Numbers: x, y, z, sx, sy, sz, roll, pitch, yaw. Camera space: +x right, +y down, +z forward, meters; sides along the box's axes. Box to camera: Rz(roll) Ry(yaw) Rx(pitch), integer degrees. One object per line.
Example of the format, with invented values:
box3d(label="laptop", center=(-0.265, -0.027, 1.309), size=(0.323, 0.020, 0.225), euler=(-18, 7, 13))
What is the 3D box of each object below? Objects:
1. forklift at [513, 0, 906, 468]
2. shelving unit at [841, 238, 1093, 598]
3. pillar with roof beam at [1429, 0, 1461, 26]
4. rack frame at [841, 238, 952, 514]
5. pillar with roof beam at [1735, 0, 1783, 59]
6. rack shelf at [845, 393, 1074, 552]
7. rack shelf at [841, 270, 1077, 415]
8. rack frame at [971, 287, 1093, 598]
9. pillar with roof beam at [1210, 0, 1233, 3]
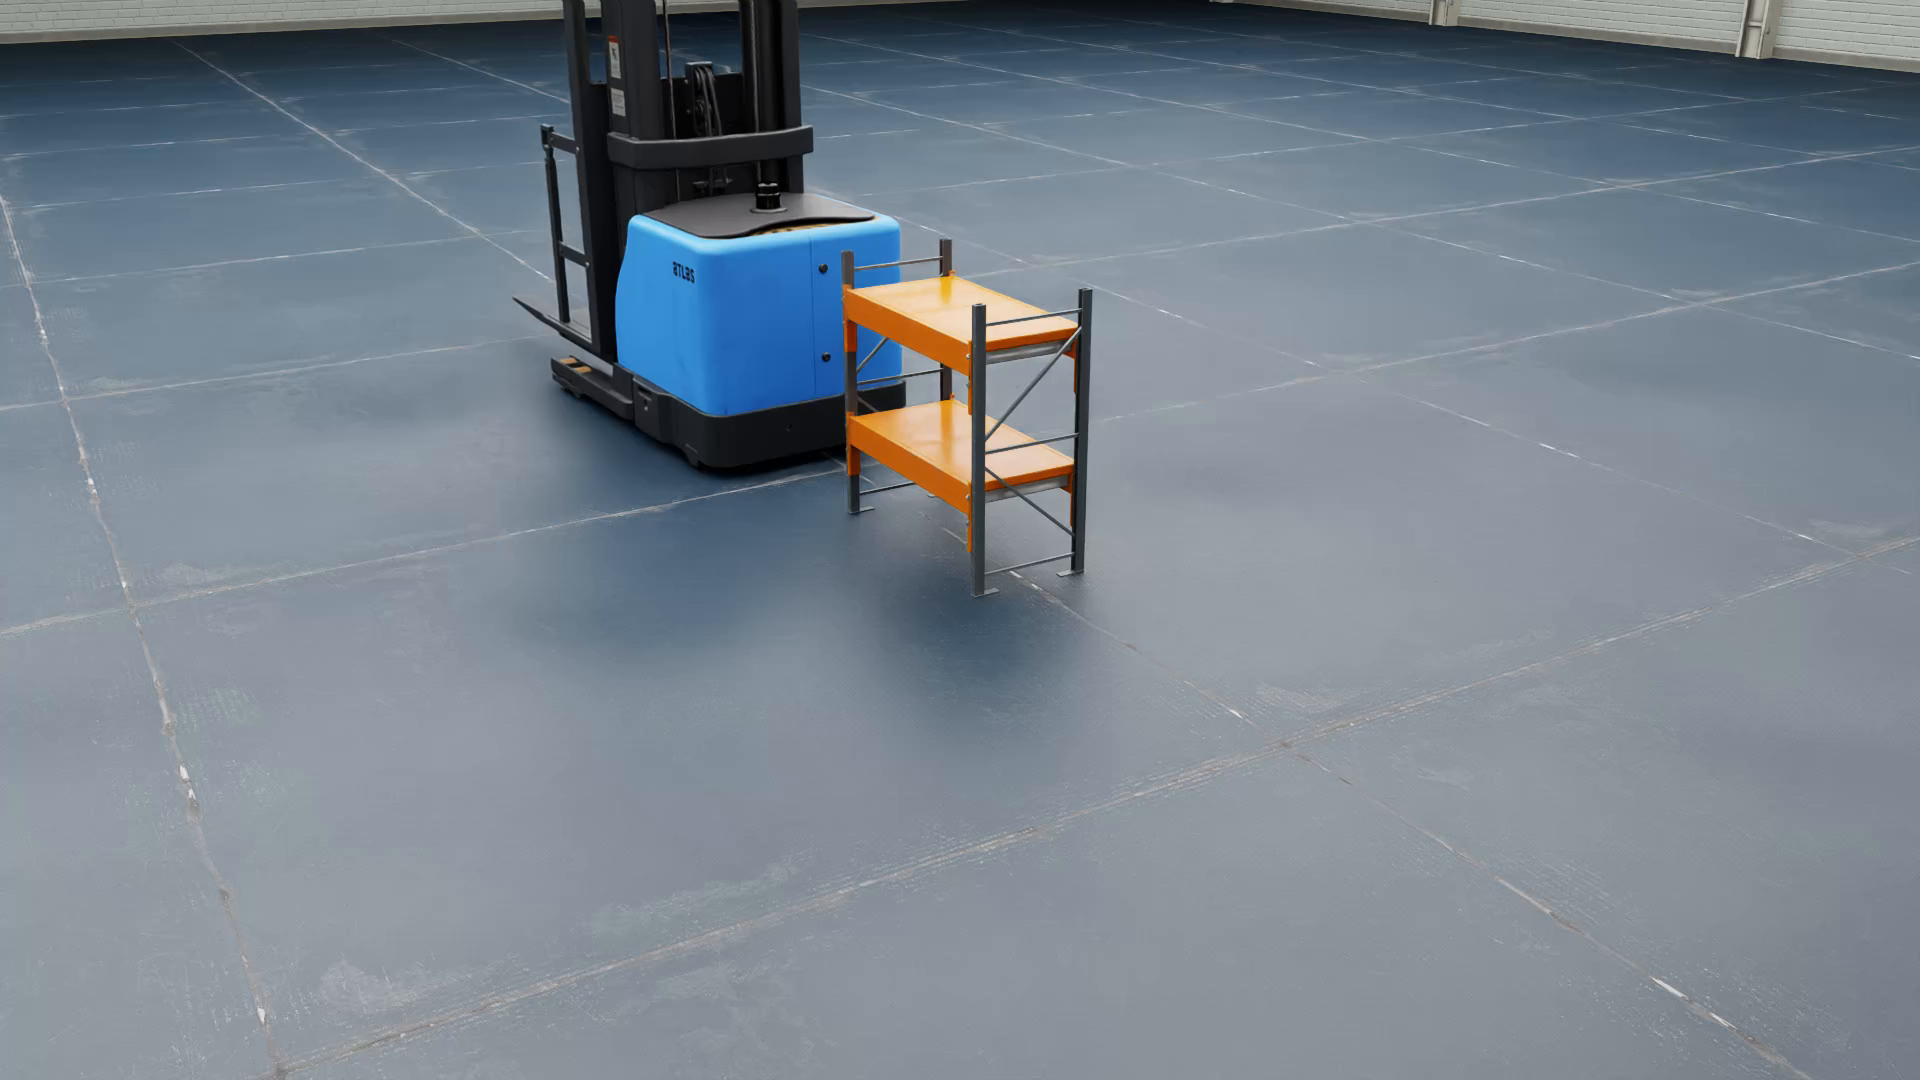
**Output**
box3d(label="forklift", center=(-1.496, -2.180, 8.283), size=(1.130, 2.935, 3.031), euler=(-14, 26, -31))
box3d(label="shelving unit", center=(0.003, -0.519, 6.594), size=(0.538, 1.125, 1.048), euler=(-13, 25, -28))
box3d(label="pillar with roof beam", center=(4.625, -12.212, 24.905), size=(9.100, 9.000, 0.400), euler=(-13, 25, -28))
box3d(label="rack frame", center=(-0.256, -0.683, 6.999), size=(0.500, 1.125, 0.032), euler=(-13, 25, -28))
box3d(label="pillar with roof beam", center=(7.689, -10.269, 20.126), size=(9.100, 9.000, 0.400), euler=(-13, 25, -28))
box3d(label="rack shelf", center=(0.003, -0.292, 6.686), size=(0.538, 0.278, 1.000), euler=(-13, 25, -28))
box3d(label="rack shelf", center=(0.003, -0.790, 6.484), size=(0.538, 0.278, 1.000), euler=(-13, 25, -28))
box3d(label="rack frame", center=(0.263, -0.354, 6.189), size=(0.500, 1.125, 0.032), euler=(-13, 25, -28))
box3d(label="pillar with roof beam", center=(1.560, -14.154, 29.683), size=(9.100, 9.000, 0.400), euler=(-13, 25, -28))
